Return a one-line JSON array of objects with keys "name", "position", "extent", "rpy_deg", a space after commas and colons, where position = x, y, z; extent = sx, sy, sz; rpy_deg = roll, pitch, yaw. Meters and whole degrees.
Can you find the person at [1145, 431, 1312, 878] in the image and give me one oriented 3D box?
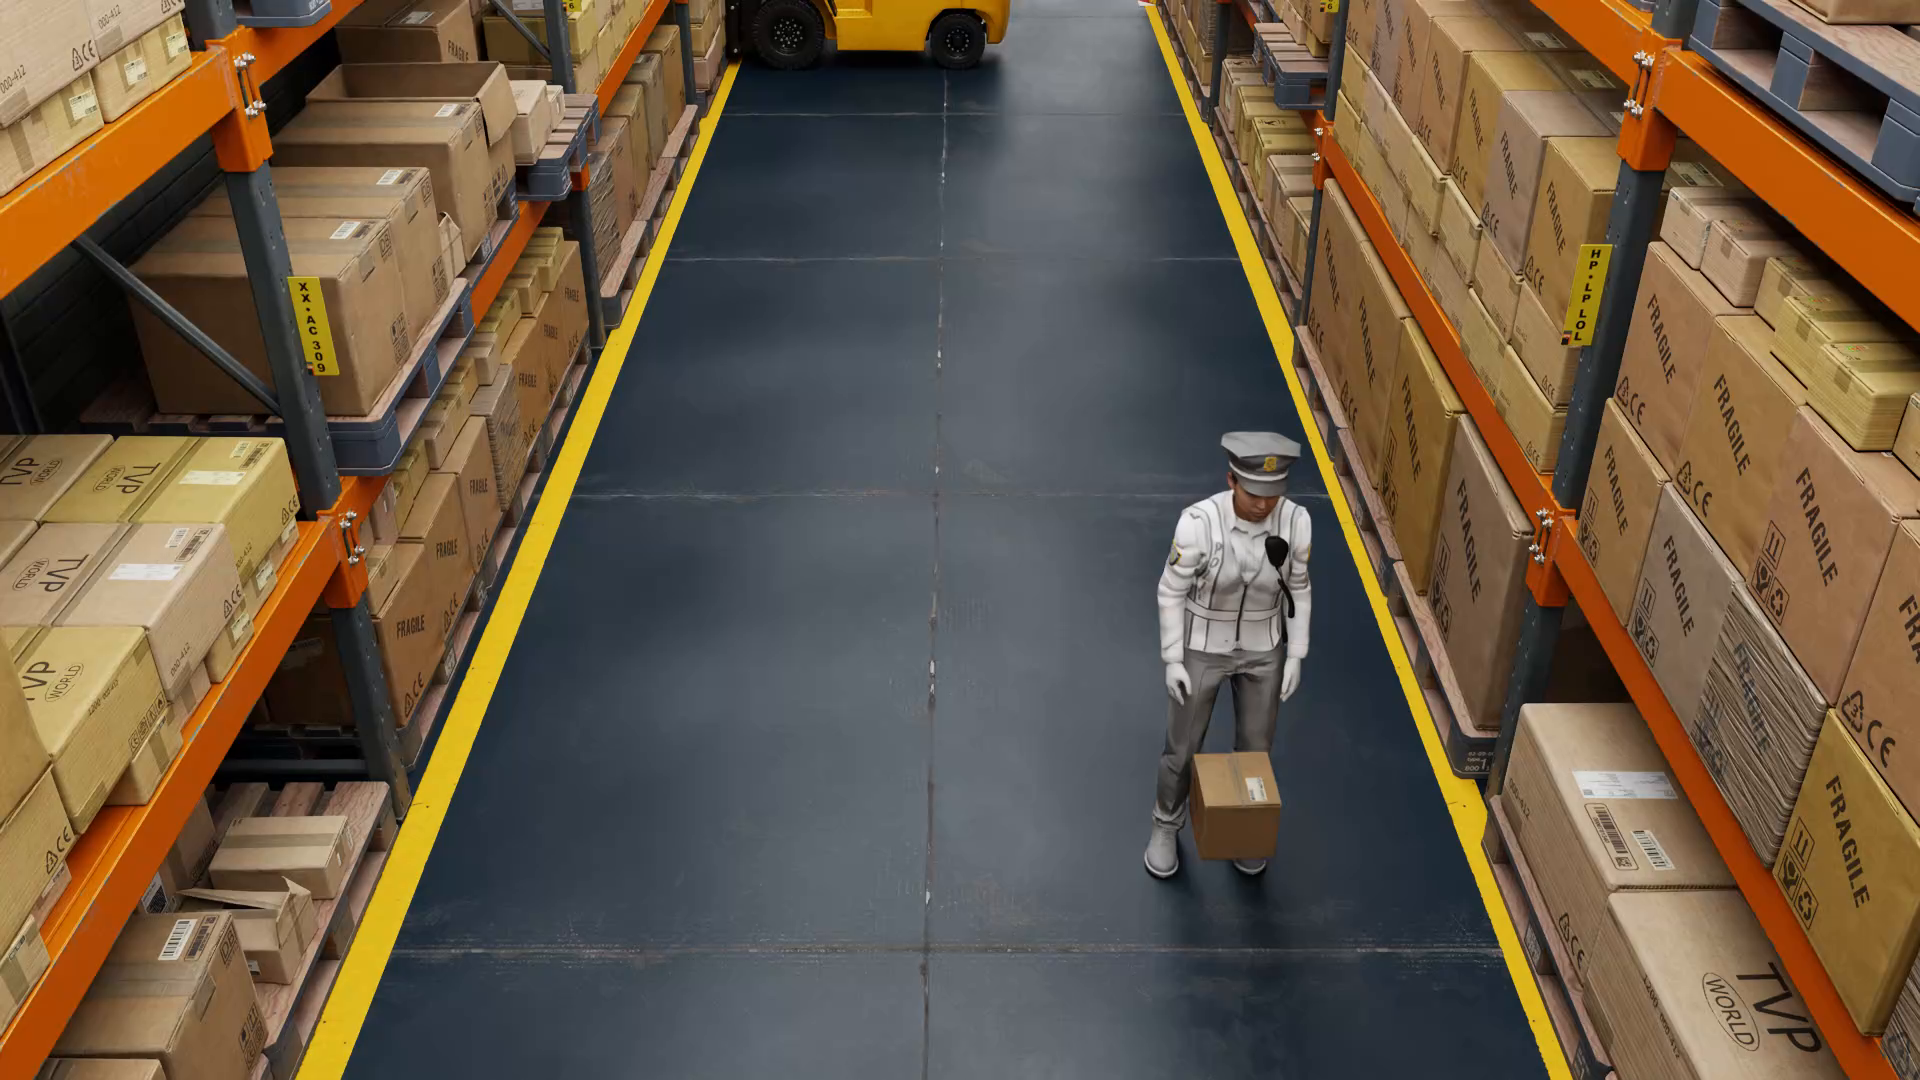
[{"name": "person", "position": [0.899, 0.378, 5.515], "extent": [0.510, 1.669, 0.359], "rpy_deg": [-1, 32, -2]}]
